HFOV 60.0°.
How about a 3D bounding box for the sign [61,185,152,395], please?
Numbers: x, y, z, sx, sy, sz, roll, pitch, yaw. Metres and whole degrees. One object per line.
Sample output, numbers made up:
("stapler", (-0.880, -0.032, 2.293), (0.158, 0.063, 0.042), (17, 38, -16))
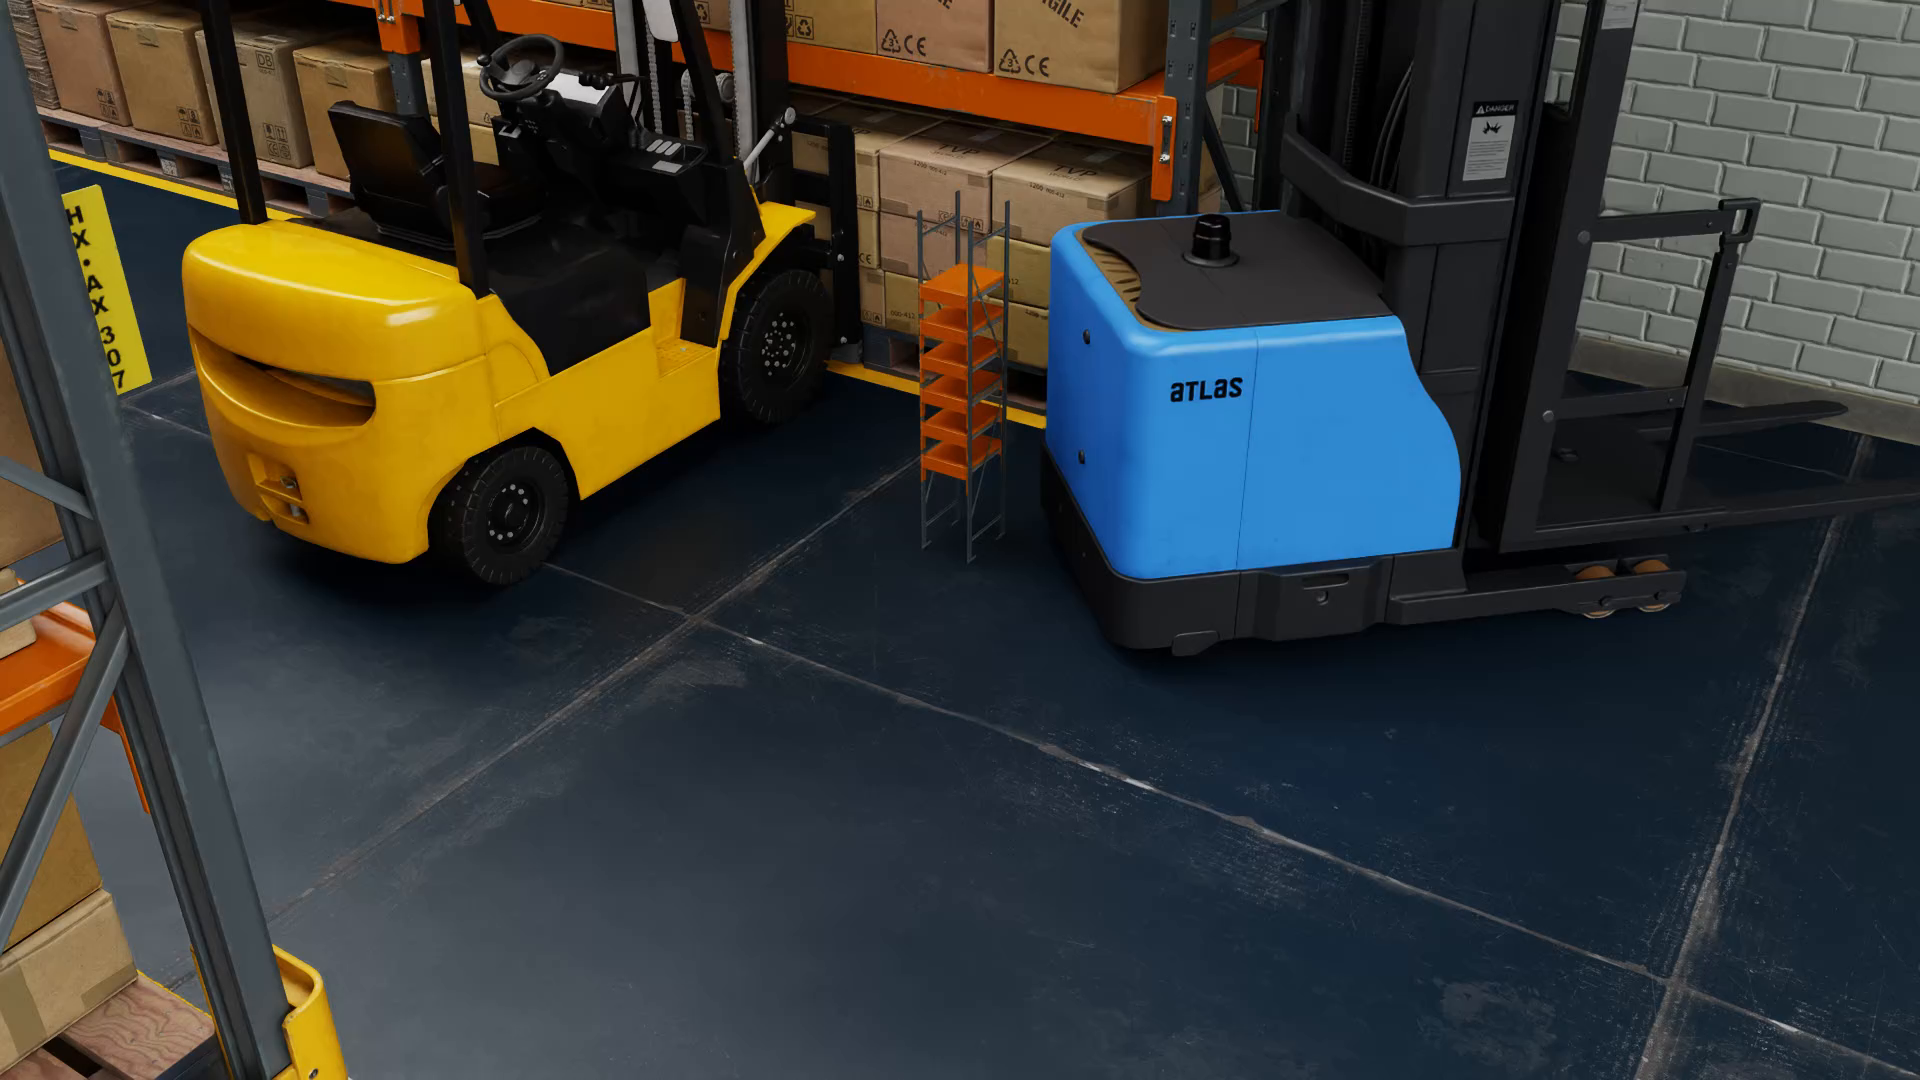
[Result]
("sign", (-1.328, -0.376, 2.558), (0.005, 0.325, 0.100), (18, 35, 27))

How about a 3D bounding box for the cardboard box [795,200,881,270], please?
("cardboard box", (-0.426, -1.365, 6.928), (0.500, 0.250, 0.500), (17, 34, 26))

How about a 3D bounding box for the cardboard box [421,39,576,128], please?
("cardboard box", (-2.125, -2.123, 7.732), (0.500, 0.250, 0.500), (17, 34, 27))

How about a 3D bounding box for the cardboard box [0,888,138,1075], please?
("cardboard box", (-2.152, 0.902, 3.539), (0.500, 0.250, 0.500), (17, 34, 27))

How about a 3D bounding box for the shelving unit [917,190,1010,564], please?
("shelving unit", (0.012, -0.514, 5.441), (0.189, 1.200, 0.258), (18, 35, 27))

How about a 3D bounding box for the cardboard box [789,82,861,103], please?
("cardboard box", (-0.560, -1.936, 7.411), (0.500, 0.250, 0.500), (17, 34, 26))

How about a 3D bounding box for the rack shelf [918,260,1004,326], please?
("rack shelf", (0.012, -0.787, 5.282), (0.180, 0.103, 0.258), (18, 35, 27))

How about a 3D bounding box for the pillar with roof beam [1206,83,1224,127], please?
("pillar with roof beam", (-1.380, -3.215, 2.330), (0.400, 9.000, 9.100), (18, 35, 27))

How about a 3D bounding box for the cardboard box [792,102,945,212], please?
("cardboard box", (-0.404, -1.571, 6.785), (0.500, 0.250, 0.500), (18, 35, 28))

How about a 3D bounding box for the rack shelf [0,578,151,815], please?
("rack shelf", (-3.310, 0.005, 3.479), (4.000, 0.370, 1.077), (18, 35, 27))

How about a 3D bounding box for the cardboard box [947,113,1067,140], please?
("cardboard box", (0.288, -1.657, 6.933), (0.500, 0.250, 0.500), (18, 35, 27))

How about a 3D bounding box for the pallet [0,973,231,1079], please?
("pallet", (-2.350, 1.181, 3.516), (1.213, 0.211, 1.003), (18, 35, 27))

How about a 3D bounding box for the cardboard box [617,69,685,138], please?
("cardboard box", (-1.270, -1.854, 7.270), (0.500, 0.250, 0.500), (19, 35, 29))

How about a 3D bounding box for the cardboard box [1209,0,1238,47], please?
("cardboard box", (0.748, -2.184, 6.418), (0.500, 0.500, 0.500), (19, 35, 29))

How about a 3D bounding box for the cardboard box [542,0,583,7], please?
("cardboard box", (-1.681, -2.642, 7.202), (0.500, 0.500, 0.500), (18, 35, 28))

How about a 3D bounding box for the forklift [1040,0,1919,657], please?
("forklift", (1.850, -1.270, 5.018), (3.031, 2.935, 1.130), (-6, 31, -10))

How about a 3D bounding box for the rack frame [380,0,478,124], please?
("rack frame", (-2.368, -2.961, 7.849), (0.127, 3.000, 1.000), (18, 35, 27))

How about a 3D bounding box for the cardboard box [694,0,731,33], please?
("cardboard box", (-0.837, -2.363, 6.724), (0.500, 0.500, 0.500), (18, 35, 28))

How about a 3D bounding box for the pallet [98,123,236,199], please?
("pallet", (-4.050, -2.264, 9.421), (1.213, 0.211, 1.003), (18, 35, 27))

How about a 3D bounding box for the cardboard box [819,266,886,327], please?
("cardboard box", (-0.381, -1.149, 7.056), (0.500, 0.250, 0.500), (18, 35, 28))

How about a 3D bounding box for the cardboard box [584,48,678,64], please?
("cardboard box", (-1.411, -2.208, 7.878), (0.500, 0.250, 0.500), (17, 34, 27))

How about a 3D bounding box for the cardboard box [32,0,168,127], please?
("cardboard box", (-4.677, -2.844, 9.588), (0.625, 0.625, 0.875), (19, 35, 29))

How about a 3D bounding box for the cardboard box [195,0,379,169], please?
("cardboard box", (-3.469, -2.463, 8.935), (0.625, 0.625, 0.875), (17, 34, 27))

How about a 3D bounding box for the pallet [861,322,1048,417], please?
("pallet", (0.350, -0.872, 7.035), (1.213, 0.211, 1.003), (18, 35, 27))

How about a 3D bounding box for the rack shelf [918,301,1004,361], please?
("rack shelf", (0.012, -0.683, 5.342), (0.180, 0.103, 0.258), (18, 35, 27))

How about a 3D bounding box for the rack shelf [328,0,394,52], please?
("rack shelf", (-4.062, -3.186, 8.949), (4.000, 0.370, 1.077), (18, 35, 27))

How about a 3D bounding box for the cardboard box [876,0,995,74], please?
("cardboard box", (0.029, -2.095, 6.266), (0.500, 0.500, 0.500), (19, 35, 29))

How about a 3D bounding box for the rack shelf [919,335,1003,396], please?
("rack shelf", (0.012, -0.580, 5.403), (0.180, 0.103, 0.258), (18, 35, 27))

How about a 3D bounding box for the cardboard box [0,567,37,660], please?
("cardboard box", (-1.794, 0.159, 2.750), (0.250, 0.149, 0.380), (18, 35, 28))

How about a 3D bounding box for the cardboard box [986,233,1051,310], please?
("cardboard box", (0.441, -1.096, 6.468), (0.500, 0.250, 0.500), (17, 34, 27))

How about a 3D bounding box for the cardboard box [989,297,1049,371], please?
("cardboard box", (0.454, -0.874, 6.584), (0.500, 0.250, 0.500), (18, 35, 28))

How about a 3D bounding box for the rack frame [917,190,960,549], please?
("rack frame", (-0.065, -0.539, 5.483), (0.006, 1.200, 0.240), (18, 35, 27))

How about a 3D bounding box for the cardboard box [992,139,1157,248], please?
("cardboard box", (0.464, -1.305, 6.331), (0.500, 0.250, 0.500), (19, 35, 29))
